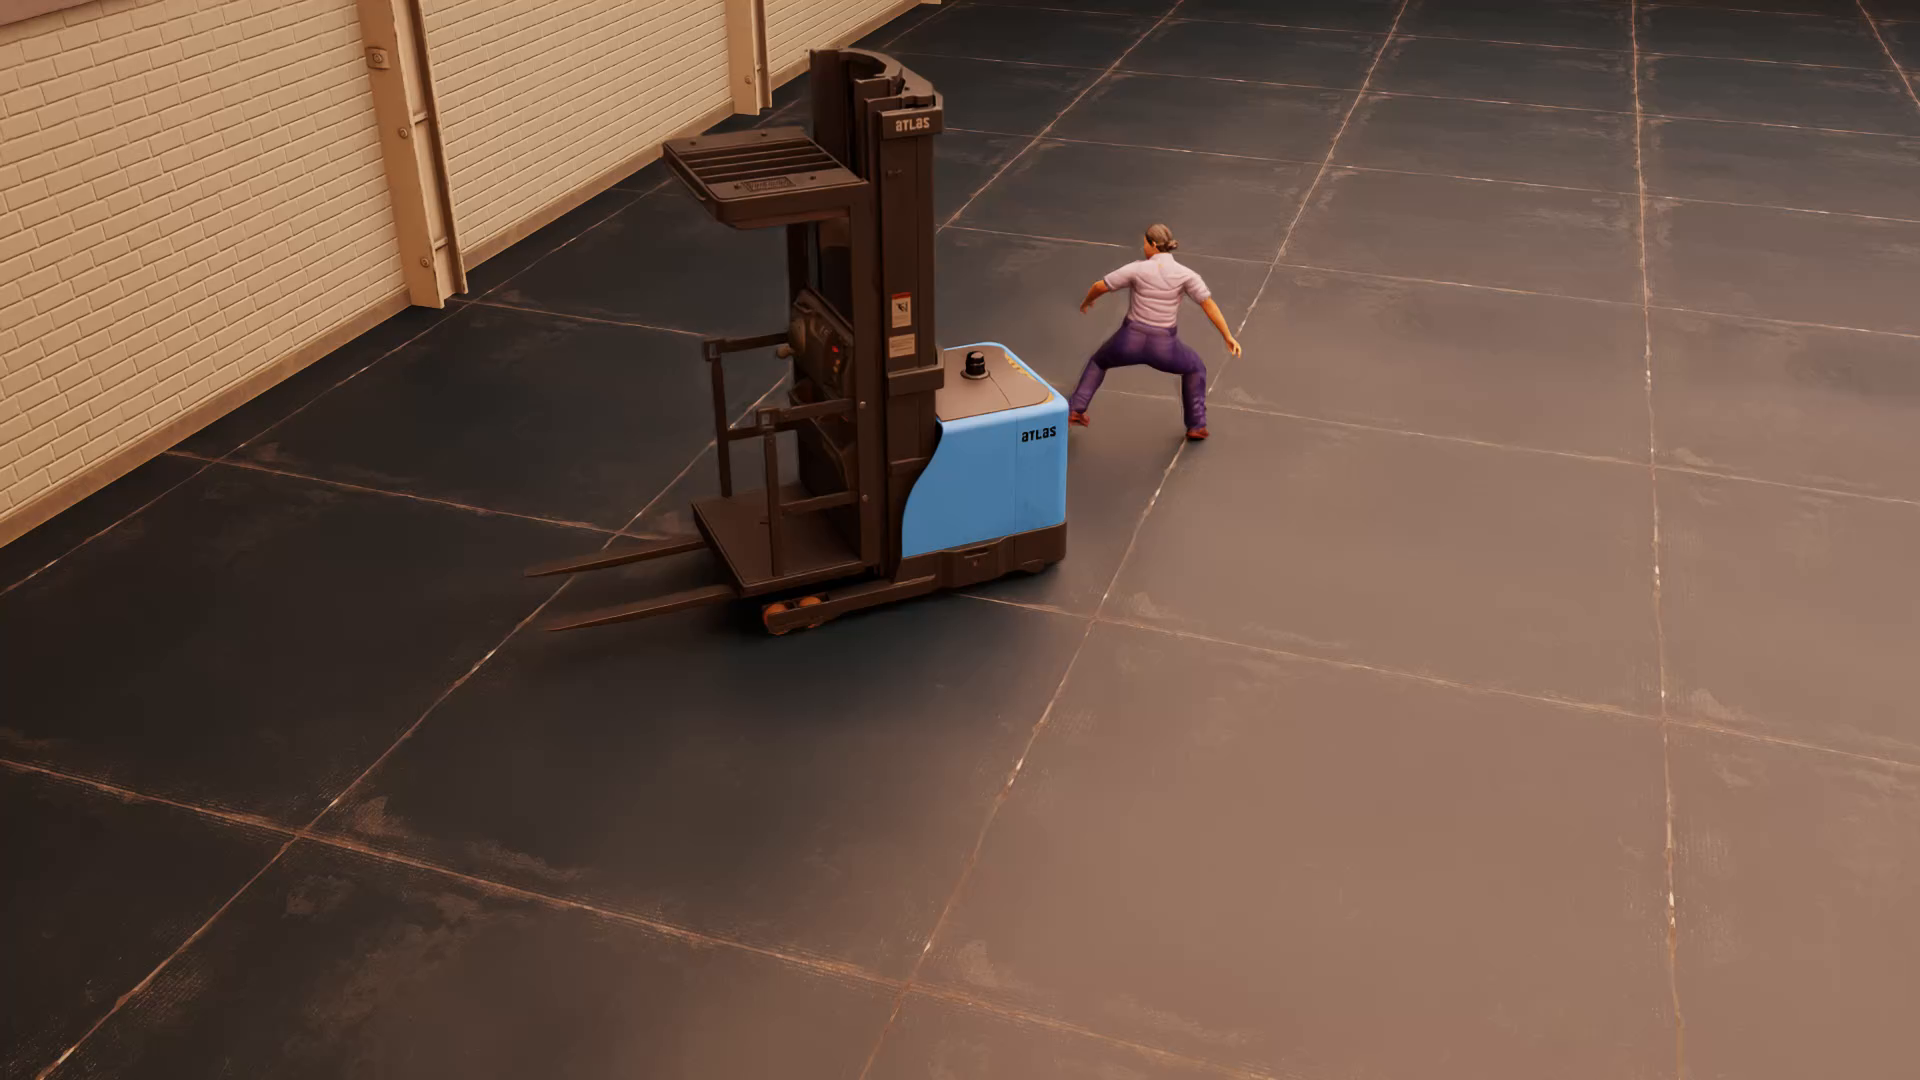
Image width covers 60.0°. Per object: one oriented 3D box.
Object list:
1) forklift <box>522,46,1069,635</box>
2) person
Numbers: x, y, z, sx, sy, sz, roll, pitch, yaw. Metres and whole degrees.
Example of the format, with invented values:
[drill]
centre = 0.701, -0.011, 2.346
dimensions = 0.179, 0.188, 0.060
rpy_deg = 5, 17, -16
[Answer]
[forklift]
centre = -0.939, -1.047, 8.973
dimensions = 3.031, 2.935, 1.130
rpy_deg = -12, 32, -20
[person]
centre = 1.291, -1.317, 10.984
dimensions = 1.127, 1.563, 0.487
rpy_deg = 5, 30, 9
